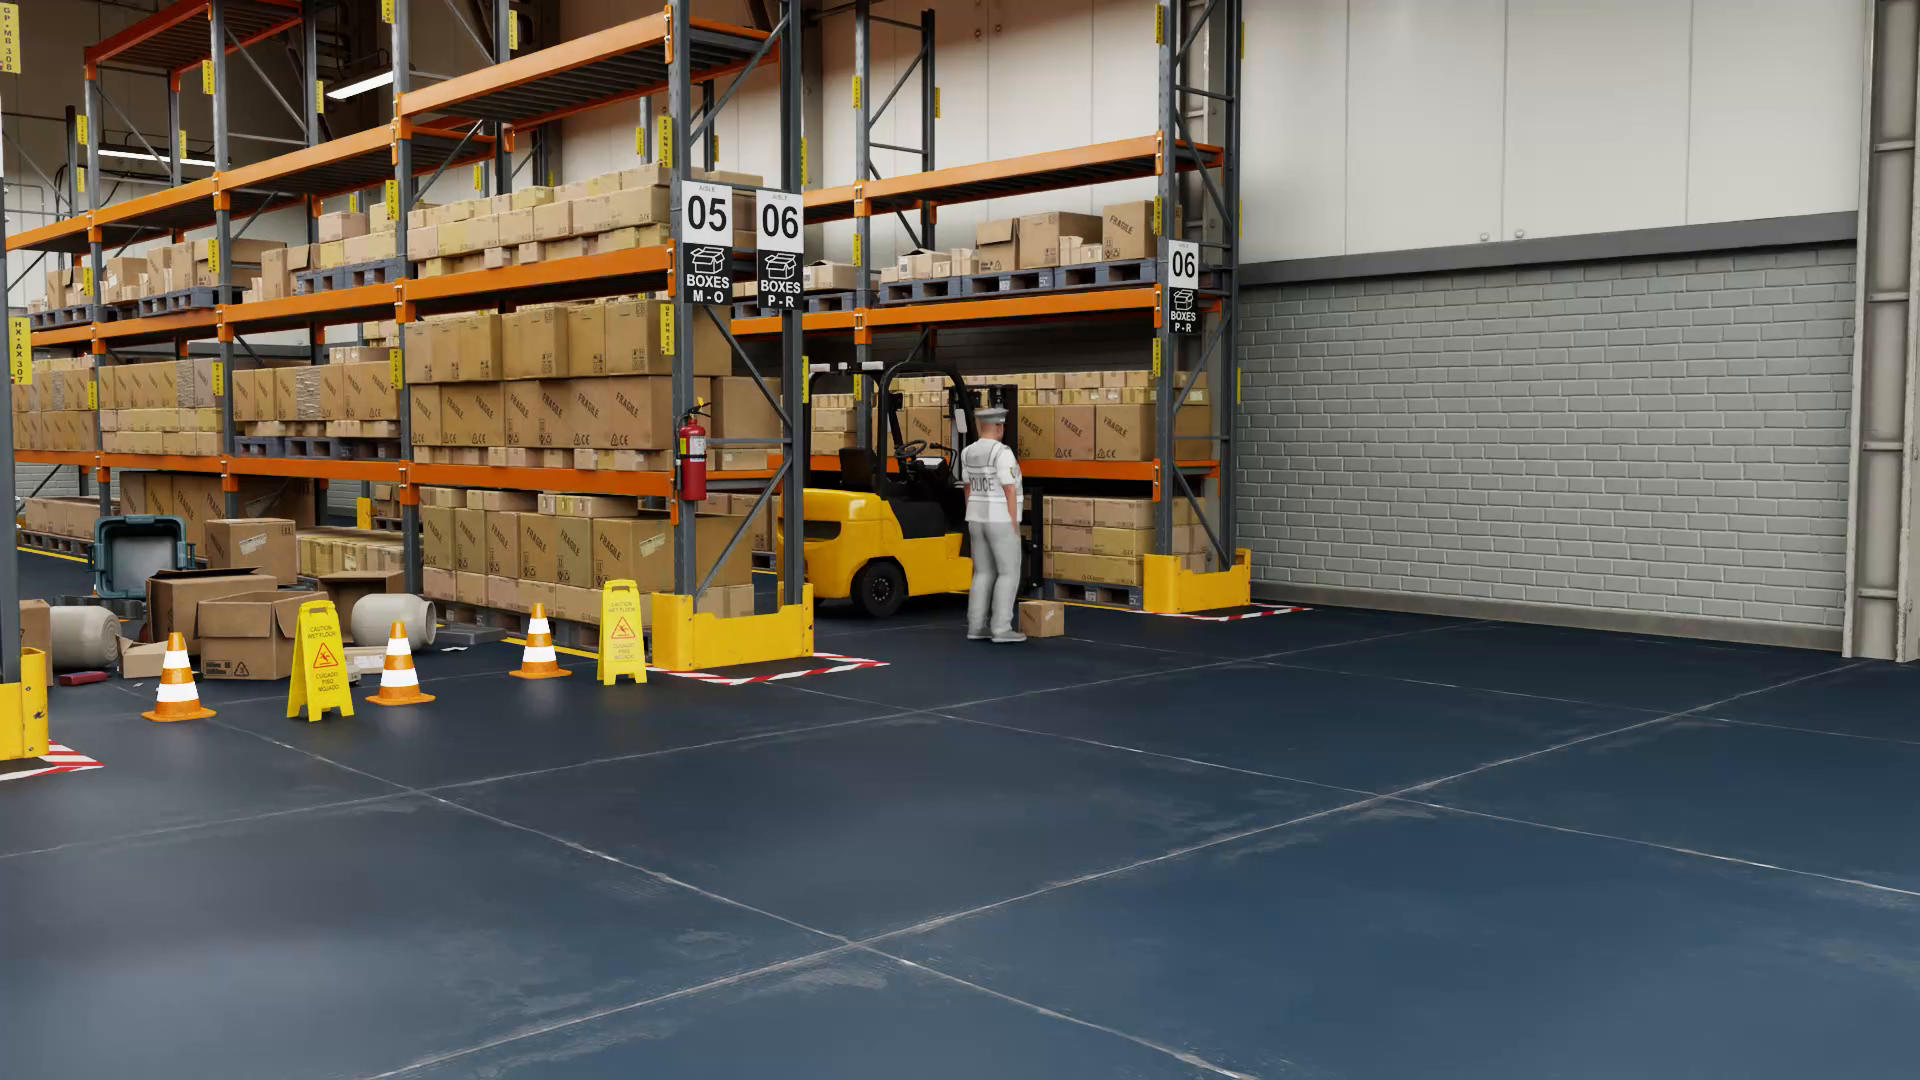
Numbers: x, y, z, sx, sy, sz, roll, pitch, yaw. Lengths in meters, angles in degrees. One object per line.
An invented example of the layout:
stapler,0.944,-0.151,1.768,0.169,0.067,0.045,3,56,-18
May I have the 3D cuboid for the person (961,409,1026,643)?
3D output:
person,0.253,-0.112,12.460,0.393,1.742,0.528,-4,5,-43
